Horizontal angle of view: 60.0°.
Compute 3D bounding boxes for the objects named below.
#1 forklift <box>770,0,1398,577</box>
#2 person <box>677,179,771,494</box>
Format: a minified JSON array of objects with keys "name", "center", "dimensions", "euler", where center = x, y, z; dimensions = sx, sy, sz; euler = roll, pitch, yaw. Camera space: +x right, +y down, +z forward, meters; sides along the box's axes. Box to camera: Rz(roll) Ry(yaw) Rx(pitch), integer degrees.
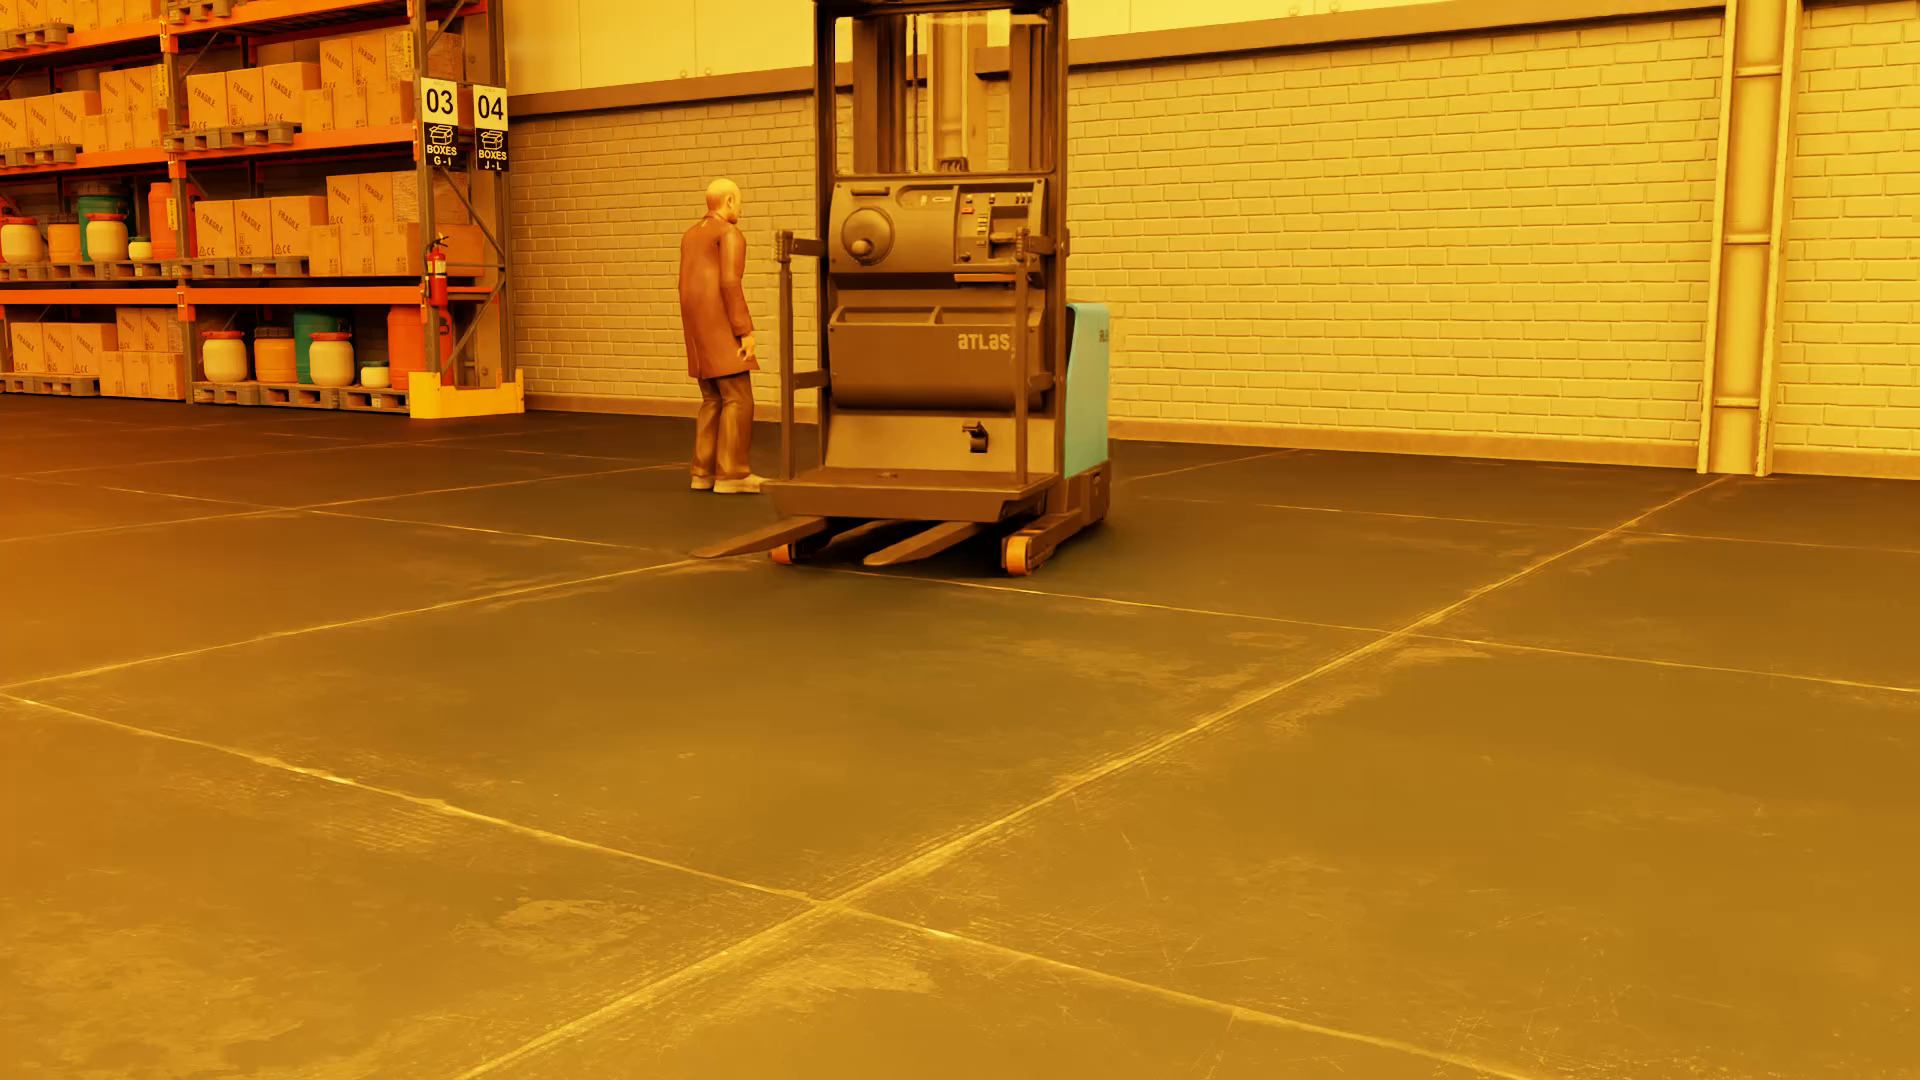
[{"name":"forklift","center":[0.412,-1.383,6.922],"dimensions":[1.130,2.935,3.031],"euler":[-6,10,-38]},{"name":"person","center":[-1.374,-1.168,9.525],"dimensions":[0.430,1.772,0.646],"euler":[-6,10,-38]}]
